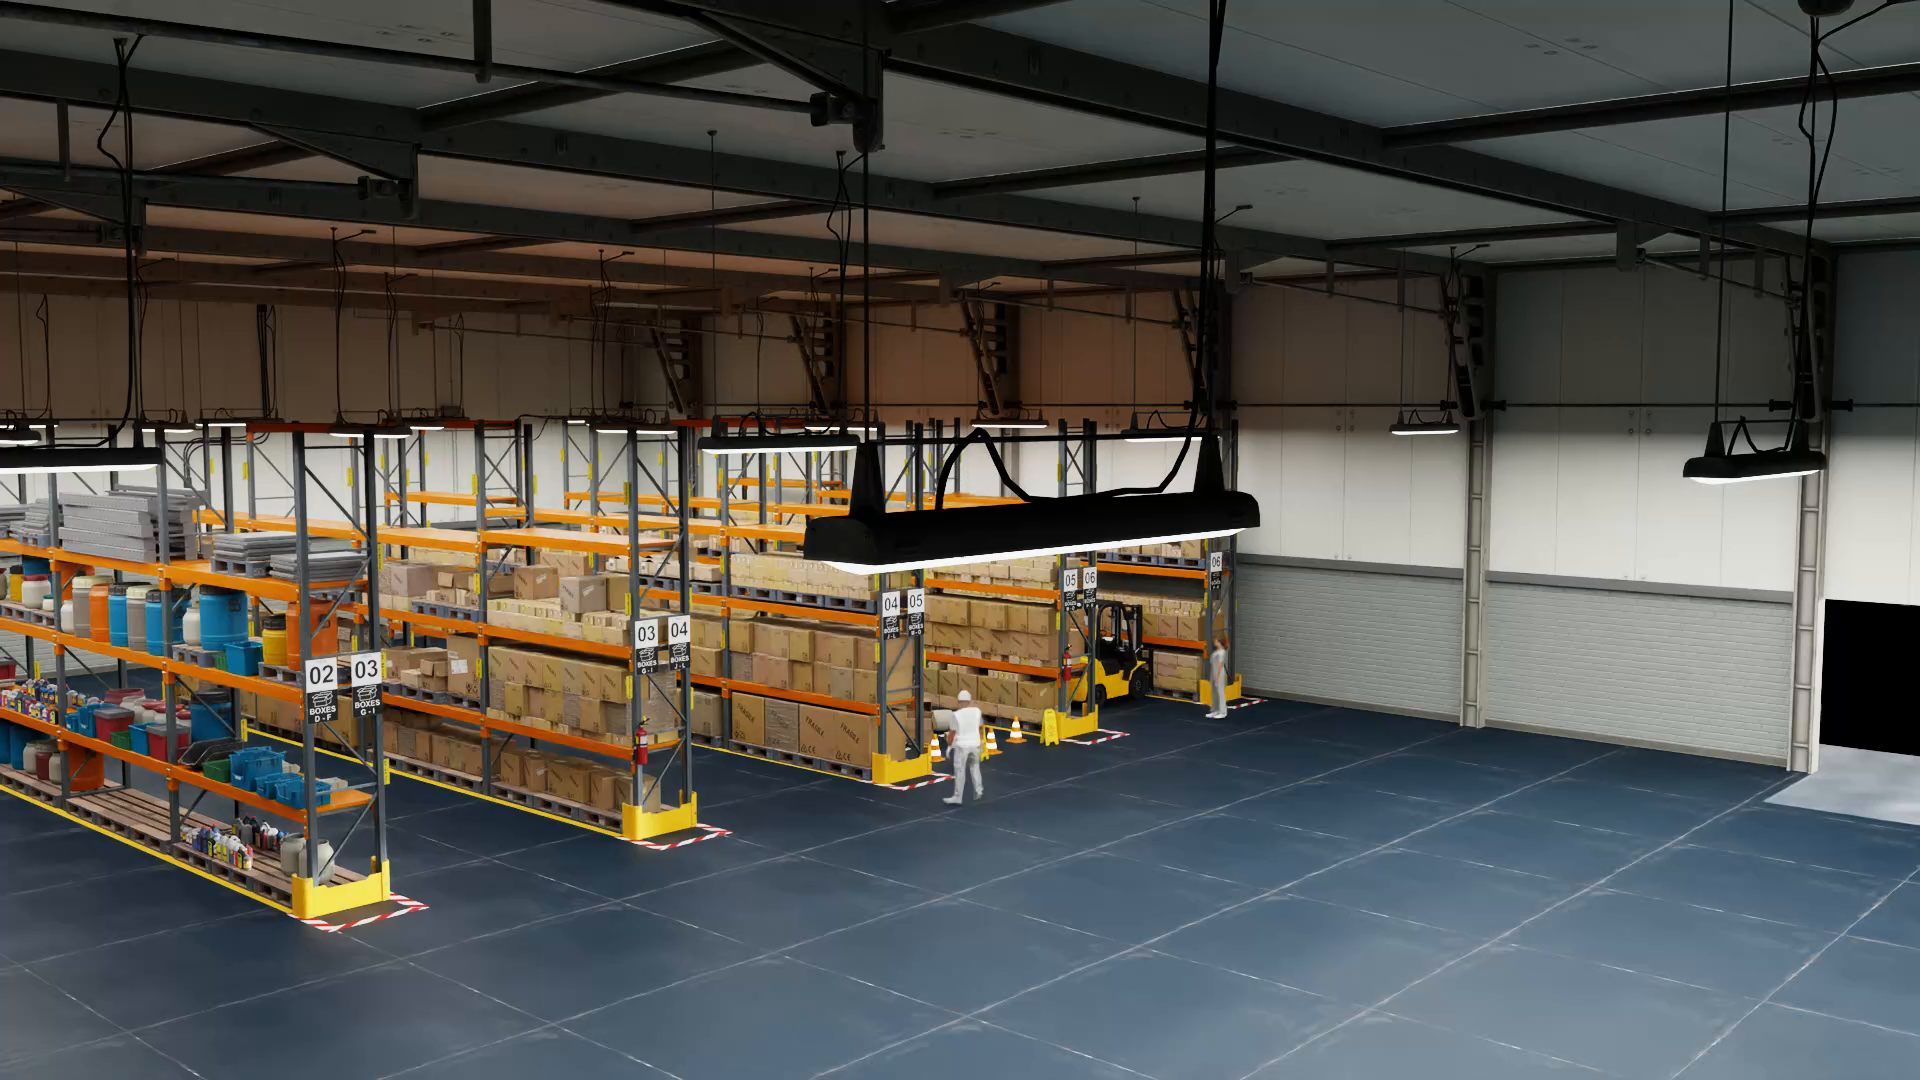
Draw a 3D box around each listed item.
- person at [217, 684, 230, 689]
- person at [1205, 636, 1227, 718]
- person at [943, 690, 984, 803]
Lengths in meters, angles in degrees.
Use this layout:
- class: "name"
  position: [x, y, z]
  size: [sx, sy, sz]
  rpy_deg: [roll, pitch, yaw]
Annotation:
- class: "person"
  position: [-12.553, 3.161, 28.510]
  size: [0.502, 1.707, 0.364]
  rpy_deg: [3, 5, 29]
- class: "person"
  position: [5.179, 2.765, 33.580]
  size: [0.381, 1.696, 0.560]
  rpy_deg: [-2, 5, -21]
- class: "person"
  position: [0.107, 3.274, 26.364]
  size: [0.662, 1.786, 0.409]
  rpy_deg: [-3, 5, -31]
